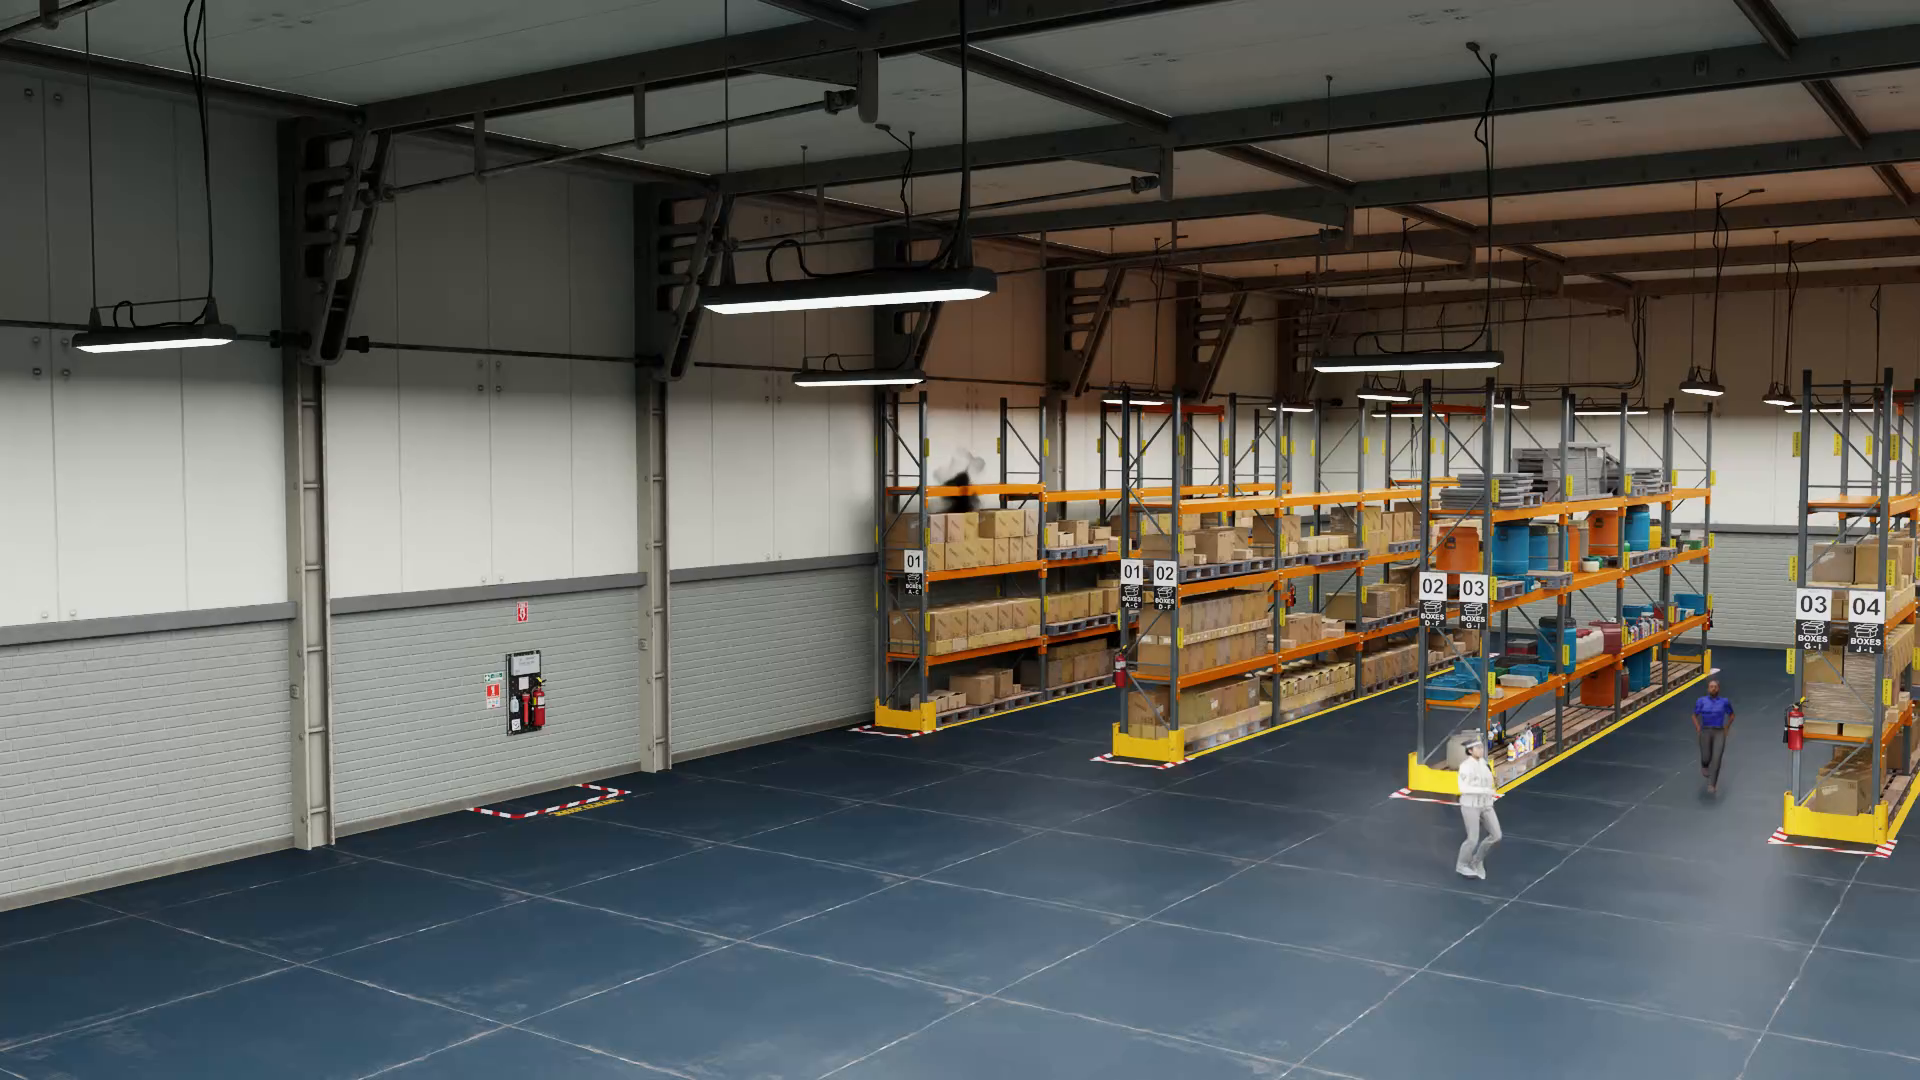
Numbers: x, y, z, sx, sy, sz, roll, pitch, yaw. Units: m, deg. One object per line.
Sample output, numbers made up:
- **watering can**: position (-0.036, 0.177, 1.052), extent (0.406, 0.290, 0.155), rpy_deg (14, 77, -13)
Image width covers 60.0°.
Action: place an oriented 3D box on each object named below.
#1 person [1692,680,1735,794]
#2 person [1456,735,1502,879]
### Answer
- **person**: position (11.019, 2.855, 24.333), extent (0.577, 1.636, 0.711), rpy_deg (1, 3, 23)
- **person**: position (6.016, 3.095, 19.216), extent (0.596, 1.690, 0.614), rpy_deg (-2, 4, -31)
